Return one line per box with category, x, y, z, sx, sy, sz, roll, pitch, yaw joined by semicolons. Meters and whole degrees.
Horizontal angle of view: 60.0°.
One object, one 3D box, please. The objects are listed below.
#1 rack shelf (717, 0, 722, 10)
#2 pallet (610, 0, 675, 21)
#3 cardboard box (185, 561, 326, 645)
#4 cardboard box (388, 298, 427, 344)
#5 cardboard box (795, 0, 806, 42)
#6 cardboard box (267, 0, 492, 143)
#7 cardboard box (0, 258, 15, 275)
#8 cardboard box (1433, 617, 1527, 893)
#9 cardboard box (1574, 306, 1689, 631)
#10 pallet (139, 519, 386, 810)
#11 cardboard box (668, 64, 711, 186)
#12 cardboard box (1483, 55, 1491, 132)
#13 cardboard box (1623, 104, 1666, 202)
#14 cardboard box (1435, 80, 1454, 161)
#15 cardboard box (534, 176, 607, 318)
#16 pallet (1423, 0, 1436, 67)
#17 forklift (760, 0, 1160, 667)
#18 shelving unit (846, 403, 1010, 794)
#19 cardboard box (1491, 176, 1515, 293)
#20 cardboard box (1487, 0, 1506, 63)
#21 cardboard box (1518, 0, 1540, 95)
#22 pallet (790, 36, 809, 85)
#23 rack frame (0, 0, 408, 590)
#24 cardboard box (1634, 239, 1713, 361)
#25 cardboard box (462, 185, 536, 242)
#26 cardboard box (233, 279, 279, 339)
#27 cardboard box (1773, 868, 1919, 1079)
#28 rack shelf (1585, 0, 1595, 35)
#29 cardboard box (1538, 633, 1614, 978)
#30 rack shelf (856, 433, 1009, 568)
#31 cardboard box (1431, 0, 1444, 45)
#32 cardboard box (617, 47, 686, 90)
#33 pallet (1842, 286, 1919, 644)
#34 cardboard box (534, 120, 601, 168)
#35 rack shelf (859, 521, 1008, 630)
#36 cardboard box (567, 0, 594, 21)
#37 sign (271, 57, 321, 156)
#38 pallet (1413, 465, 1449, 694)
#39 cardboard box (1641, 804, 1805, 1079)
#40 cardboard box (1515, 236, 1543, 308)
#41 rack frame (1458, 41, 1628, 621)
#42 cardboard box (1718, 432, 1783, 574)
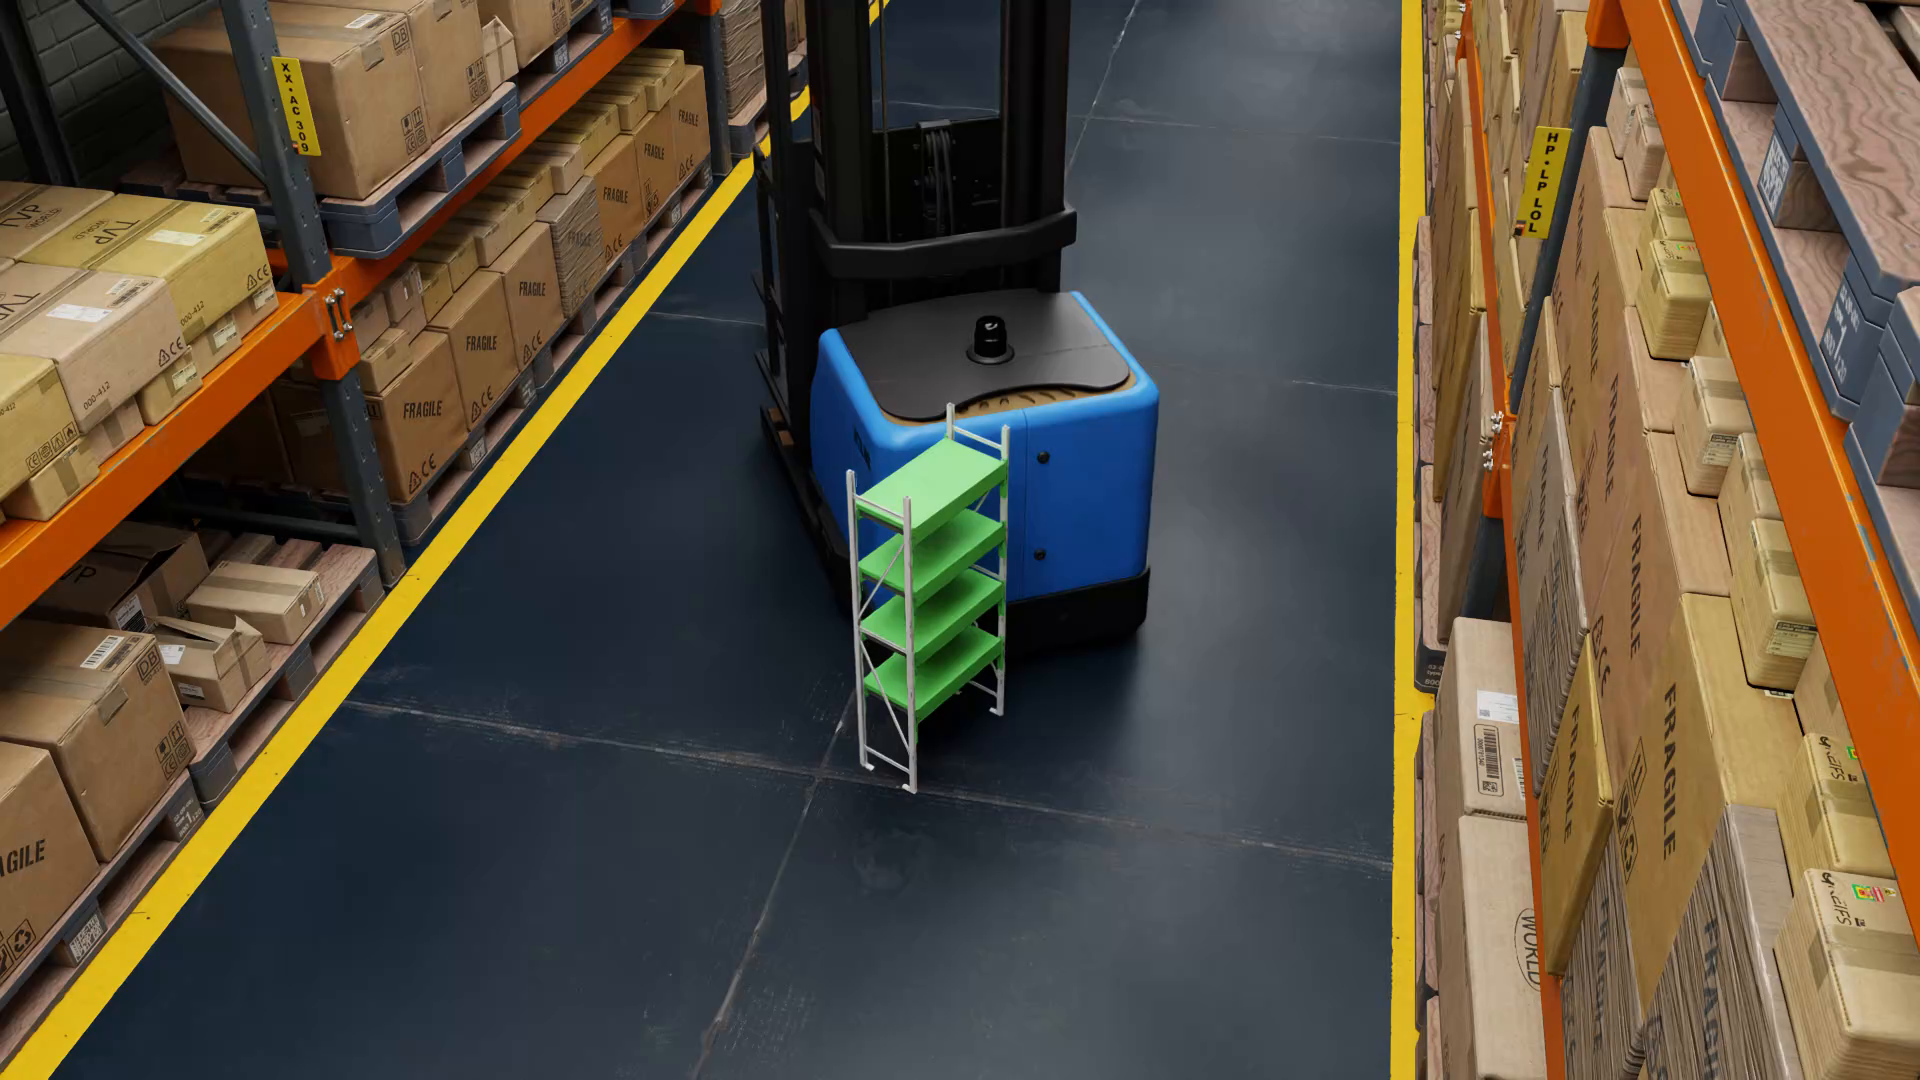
rack shelf;-1.405;-4.266;10.693;1.077;0.370;4.000;7;37;10
pallet;-1.909;-2.936;8.408;1.213;0.211;1.003;7;37;10
cardboard box;-2.519;0.223;5.958;0.380;0.149;0.250;6;36;9
cardboard box;-2.367;-0.879;6.626;0.380;0.149;0.250;6;36;9
cardboard box;-1.410;-3.737;11.015;0.875;0.625;0.625;6;36;8
cardboard box;-2.254;-1.874;6.337;0.700;0.500;0.500;8;37;10
cardboard box;-3.157;-0.639;4.949;0.500;0.250;0.500;7;37;10
cardboard box;1.924;0.716;5.031;0.875;0.438;0.875;7;36;9
cardboard box;1.590;-0.119;3.421;0.500;0.500;0.500;8;37;11
pallet;-2.834;0.405;6.011;1.003;0.211;1.213;7;37;10
cardboard box;-1.713;-2.299;9.138;0.500;0.500;0.500;8;37;11
cardboard box;2.457;-1.884;6.921;0.500;0.250;0.500;8;37;12
cardboard box;1.803;-0.908;3.957;0.380;0.149;0.250;8;37;11
cardboard box;3.148;-2.219;9.137;0.950;0.372;0.625;5;36;7
cardboard box;-2.032;-1.413;7.916;0.500;0.500;0.500;6;36;8
pallet;3.707;-3.508;11.411;1.003;0.211;1.213;7;37;10
forklift;-0.240;-1.562;6.408;1.130;2.935;3.031;-11;37;-14
shelving unit;-0.093;0.207;5.442;0.258;1.200;0.503;24;43;30
cardboard box;2.123;-1.017;5.725;0.500;0.250;0.500;7;36;9
cardboard box;2.438;-2.092;6.783;0.500;0.250;0.500;7;37;10
cardboard box;2.244;-1.816;5.762;0.500;0.500;0.500;8;37;11
pallet;-1.356;-3.446;11.325;1.003;0.211;1.213;7;37;10
rack frame;-2.687;-1.117;5.736;1.000;3.000;0.127;7;37;10
cardboard box;1.592;-0.473;3.356;0.380;0.149;0.250;6;36;9
cardboard box;-2.133;-1.467;7.437;0.380;0.149;0.250;9;37;12
cardboard box;-2.508;-0.801;5.514;0.380;0.149;0.250;8;37;11
cardboard box;1.193;0.550;1.945;0.380;0.149;0.250;7;37;10
rack shelf;2.590;-2.567;5.793;1.077;0.370;4.000;7;37;10
cardboard box;1.473;0.566;3.328;0.500;0.500;0.500;8;37;11
rack shelf;-0.093;-0.130;5.198;0.258;0.148;0.480;24;43;30
cardboard box;3.612;-3.476;10.872;0.950;0.372;0.625;10;37;13
cardboard box;-1.690;-2.516;8.885;0.380;0.149;0.250;6;36;8
pallet;1.457;0.191;1.451;1.003;0.211;1.213;7;37;10
cardboard box;-1.971;-1.922;8.065;0.380;0.149;0.250;7;36;9
rack shelf;-0.093;0.064;5.339;0.258;0.148;0.480;24;43;30
cardboard box;-2.000;-2.664;7.423;0.797;0.503;0.637;7;36;9
sign;-2.155;-1.404;5.394;0.100;0.325;0.005;7;37;10
pallet;2.254;0.180;6.322;1.003;0.211;1.213;7;37;10
cardboard box;1.262;0.741;2.234;0.500;0.500;0.500;7;37;10
cardboard box;2.020;-0.922;5.168;0.500;0.250;0.500;7;37;10
rack frame;2.163;-0.497;4.880;1.000;3.000;0.127;7;37;10
cardboard box;1.483;-0.030;2.745;0.380;0.149;0.250;8;37;11
